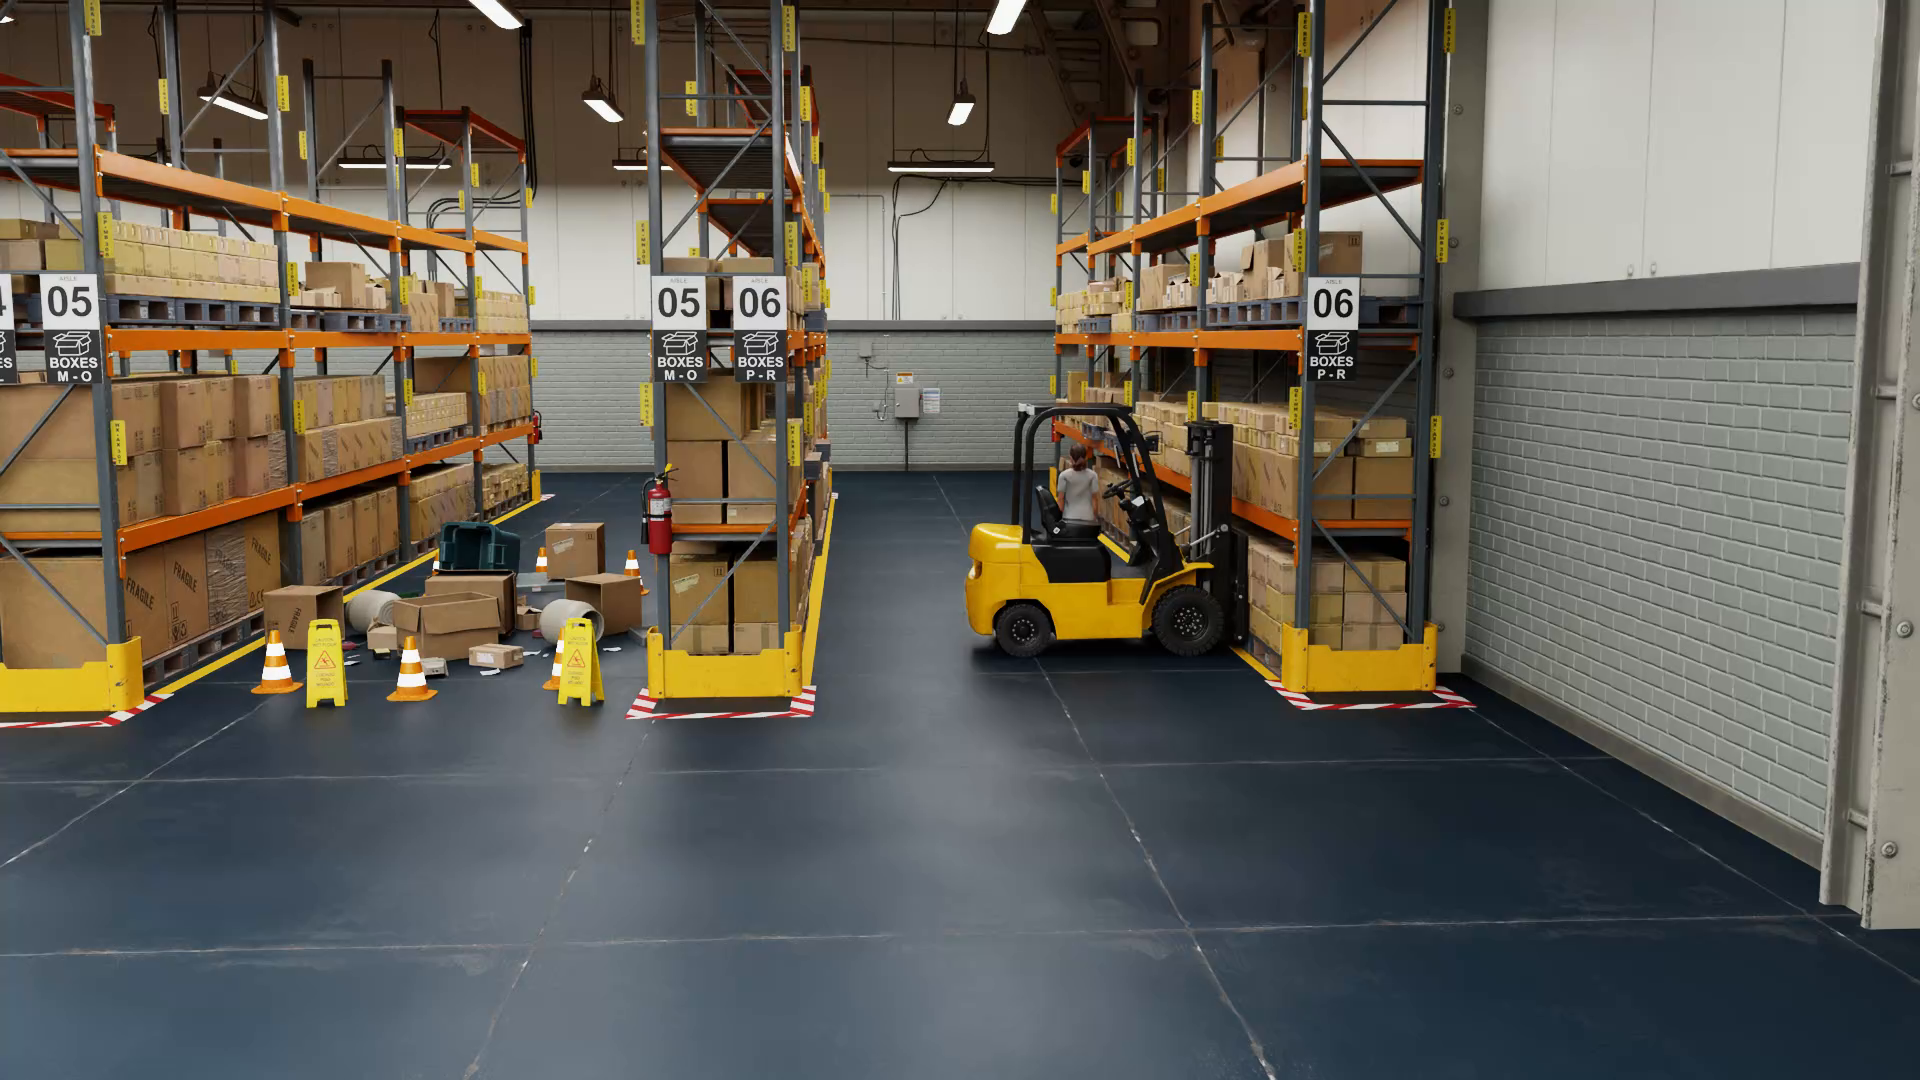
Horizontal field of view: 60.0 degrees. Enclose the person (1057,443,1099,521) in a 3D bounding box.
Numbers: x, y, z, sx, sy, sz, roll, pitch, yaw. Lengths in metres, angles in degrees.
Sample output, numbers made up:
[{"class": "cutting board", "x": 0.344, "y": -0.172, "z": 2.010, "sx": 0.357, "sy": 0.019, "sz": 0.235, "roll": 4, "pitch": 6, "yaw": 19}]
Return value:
[{"class": "person", "x": 1.212, "y": -0.169, "z": 17.152, "sx": 0.436, "sy": 1.679, "sz": 0.380, "roll": 0, "pitch": 7, "yaw": -3}]
